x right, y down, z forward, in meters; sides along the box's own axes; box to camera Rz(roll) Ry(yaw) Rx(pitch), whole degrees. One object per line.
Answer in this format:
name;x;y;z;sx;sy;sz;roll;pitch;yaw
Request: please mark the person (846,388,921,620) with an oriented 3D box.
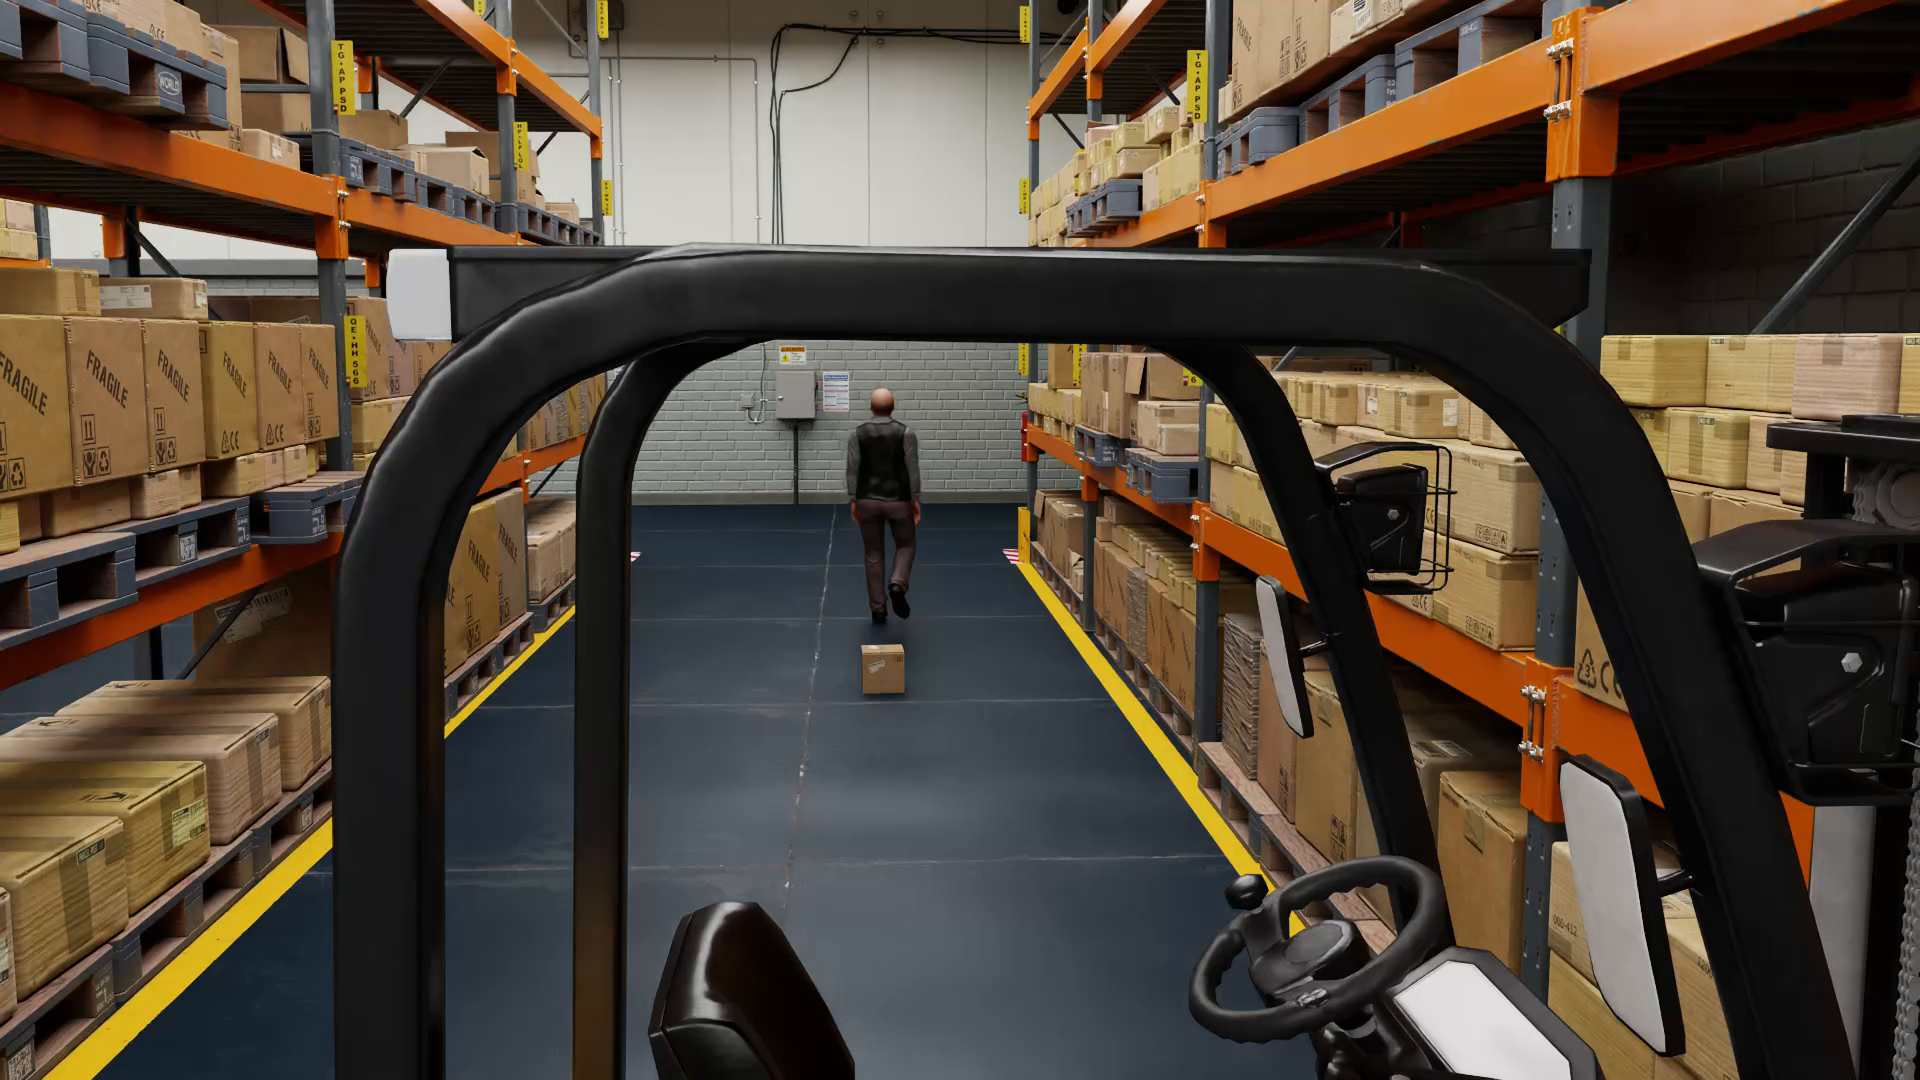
person;-0.563;-0.266;12.335;0.556;1.714;0.487;0;7;1
